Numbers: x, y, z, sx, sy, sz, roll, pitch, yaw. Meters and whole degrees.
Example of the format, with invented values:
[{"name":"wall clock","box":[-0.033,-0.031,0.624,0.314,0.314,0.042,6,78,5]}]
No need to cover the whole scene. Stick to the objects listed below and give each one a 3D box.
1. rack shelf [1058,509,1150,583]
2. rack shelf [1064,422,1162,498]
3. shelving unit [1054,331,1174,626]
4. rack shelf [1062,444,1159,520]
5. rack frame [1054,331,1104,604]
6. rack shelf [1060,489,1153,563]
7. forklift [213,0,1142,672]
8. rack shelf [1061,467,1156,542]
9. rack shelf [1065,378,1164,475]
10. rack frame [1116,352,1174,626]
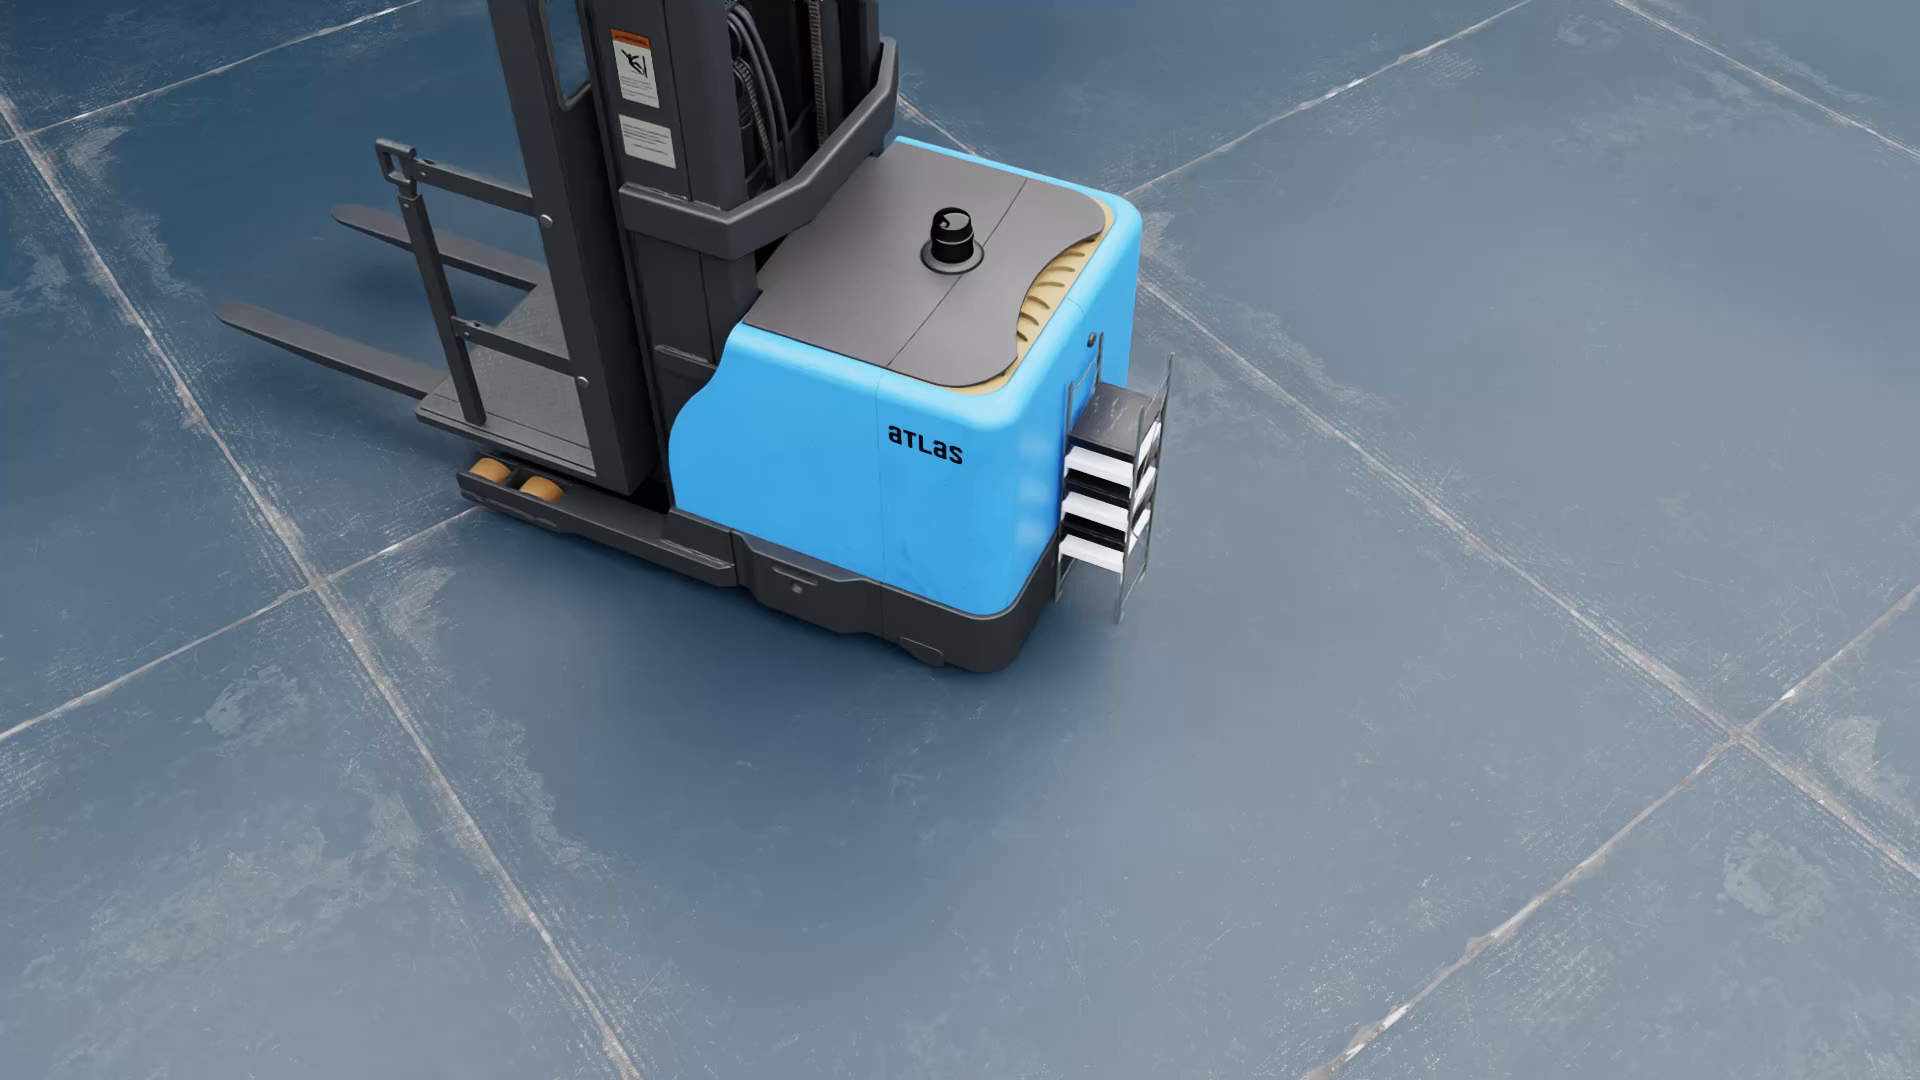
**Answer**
[{"name":"rack shelf","box":[0.434,-0.013,4.943,0.200,0.077,0.258,19,51,17]},{"name":"rack shelf","box":[0.434,-0.255,4.676,0.200,0.077,0.258,19,51,17]},{"name":"shelving unit","box":[0.434,-0.157,4.785,0.210,0.900,0.258,19,51,17]},{"name":"rack shelf","box":[0.434,-0.195,4.743,0.200,0.077,0.258,19,51,17]},{"name":"rack frame","box":[0.342,-0.189,4.814,0.006,0.900,0.240,19,51,17]},{"name":"rack shelf","box":[0.434,-0.074,4.876,0.200,0.077,0.258,19,51,17]},{"name":"forklift","box":[-1.031,-1.357,4.501,3.031,2.935,1.130,19,51,17]},{"name":"rack shelf","box":[0.434,-0.134,4.809,0.200,0.077,0.258,19,51,17]},{"name":"rack shelf","box":[0.434,-0.315,4.609,0.200,0.077,0.258,19,51,17]},{"name":"rack frame","box":[0.526,-0.125,4.755,0.006,0.900,0.240,19,51,17]}]
